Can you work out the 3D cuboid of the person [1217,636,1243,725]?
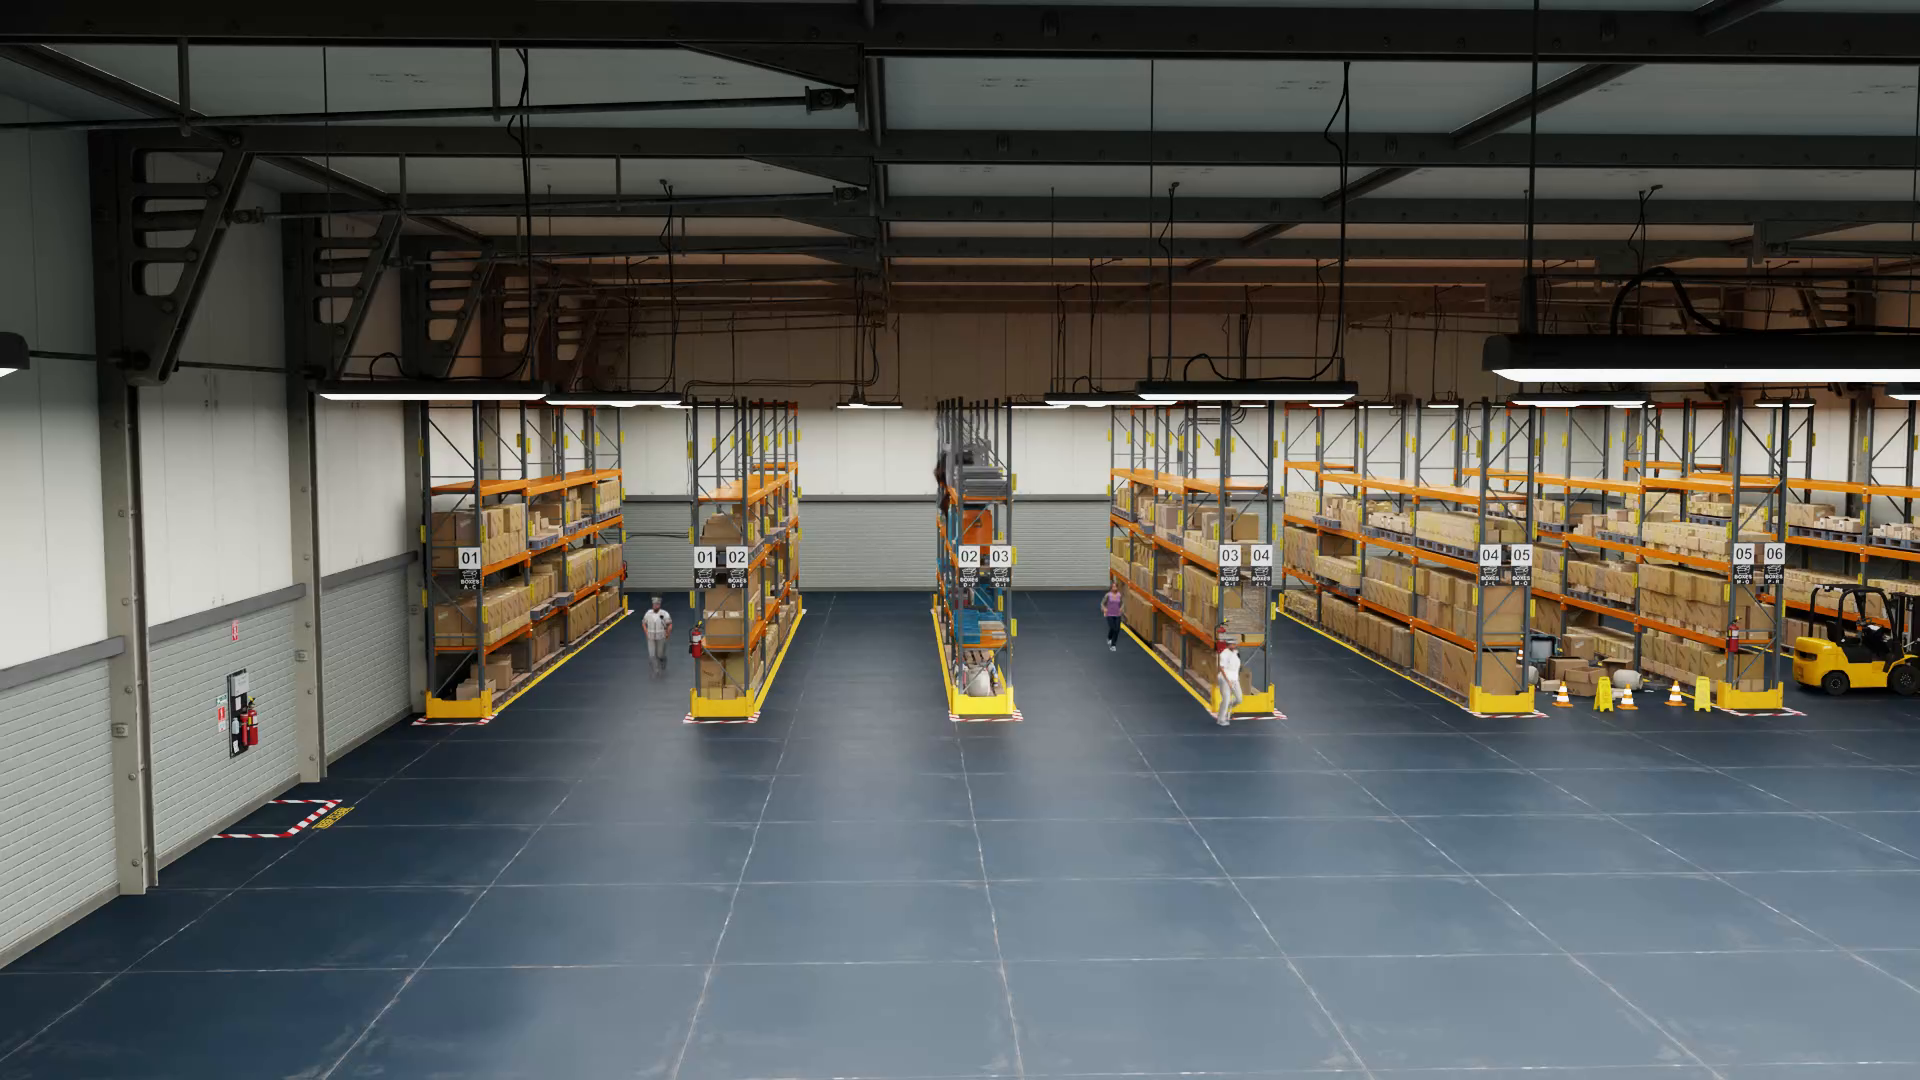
[{"bbox_3d":[4.933,2.563,30.356,0.583,1.635,0.564,-4,6,-39],"label":"person"}]

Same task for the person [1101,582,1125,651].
[{"bbox_3d":[3.493,1.741,37.723,0.533,1.566,0.493,-1,4,-7],"label":"person"}]

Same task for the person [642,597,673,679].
[{"bbox_3d":[-6.540,2.097,35.883,0.664,1.744,0.632,0,4,-1],"label":"person"}]
